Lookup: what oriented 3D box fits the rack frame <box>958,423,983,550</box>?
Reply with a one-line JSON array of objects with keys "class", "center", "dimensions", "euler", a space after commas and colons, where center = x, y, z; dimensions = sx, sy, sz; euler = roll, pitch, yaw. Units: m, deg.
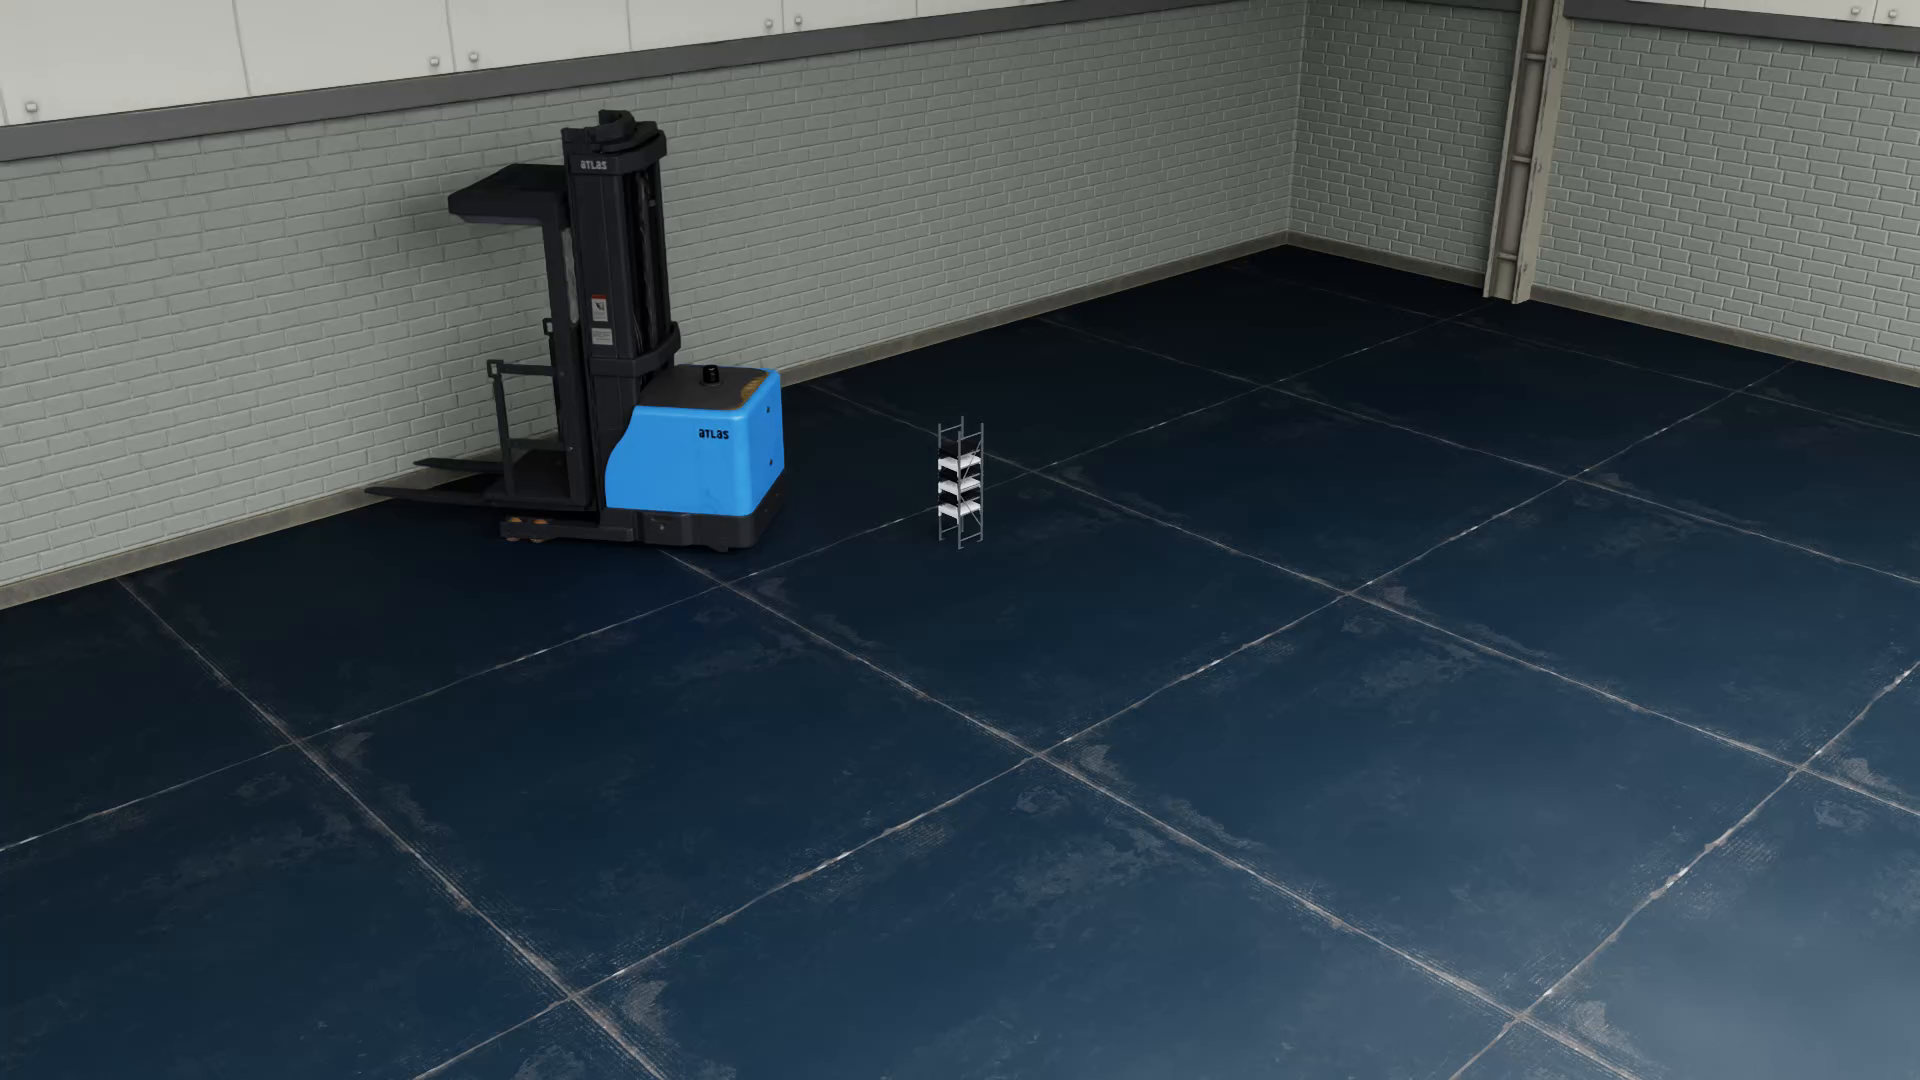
[{"class": "rack frame", "center": [0.075, -0.376, 11.787], "dimensions": [0.240, 0.900, 0.006], "euler": [-21, 32, -38]}]

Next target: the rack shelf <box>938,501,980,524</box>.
[{"class": "rack shelf", "center": [0.006, -0.213, 11.943], "dimensions": [0.258, 0.077, 0.200], "euler": [-21, 32, -38]}]

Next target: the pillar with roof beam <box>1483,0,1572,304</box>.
[{"class": "pillar with roof beam", "center": [2.677, -5.455, 13.162], "dimensions": [9.100, 9.000, 0.400], "euler": [-21, 32, -38]}]

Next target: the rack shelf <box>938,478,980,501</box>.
[{"class": "rack shelf", "center": [0.006, -0.377, 11.868], "dimensions": [0.258, 0.077, 0.200], "euler": [-21, 32, -38]}]

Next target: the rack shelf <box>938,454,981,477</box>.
[{"class": "rack shelf", "center": [0.006, -0.540, 11.794], "dimensions": [0.258, 0.077, 0.200], "euler": [-21, 32, -38]}]

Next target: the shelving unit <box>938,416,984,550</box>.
[{"class": "shelving unit", "center": [0.006, -0.407, 11.855], "dimensions": [0.258, 0.900, 0.210], "euler": [-21, 32, -38]}]

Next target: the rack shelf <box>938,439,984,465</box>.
[{"class": "rack shelf", "center": [0.006, -0.622, 11.756], "dimensions": [0.258, 0.077, 0.200], "euler": [-21, 32, -38]}]

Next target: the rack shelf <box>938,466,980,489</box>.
[{"class": "rack shelf", "center": [0.006, -0.459, 11.831], "dimensions": [0.258, 0.077, 0.200], "euler": [-21, 32, -38]}]

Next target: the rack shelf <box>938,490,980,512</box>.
[{"class": "rack shelf", "center": [0.006, -0.295, 11.906], "dimensions": [0.258, 0.077, 0.200], "euler": [-21, 32, -38]}]

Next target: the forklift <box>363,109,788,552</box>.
[{"class": "forklift", "center": [-2.869, -1.523, 11.854], "dimensions": [3.031, 2.935, 1.130], "euler": [4, 25, 9]}]

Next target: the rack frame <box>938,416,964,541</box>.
[{"class": "rack frame", "center": [-0.064, -0.438, 11.922], "dimensions": [0.240, 0.900, 0.006], "euler": [-21, 32, -38]}]
